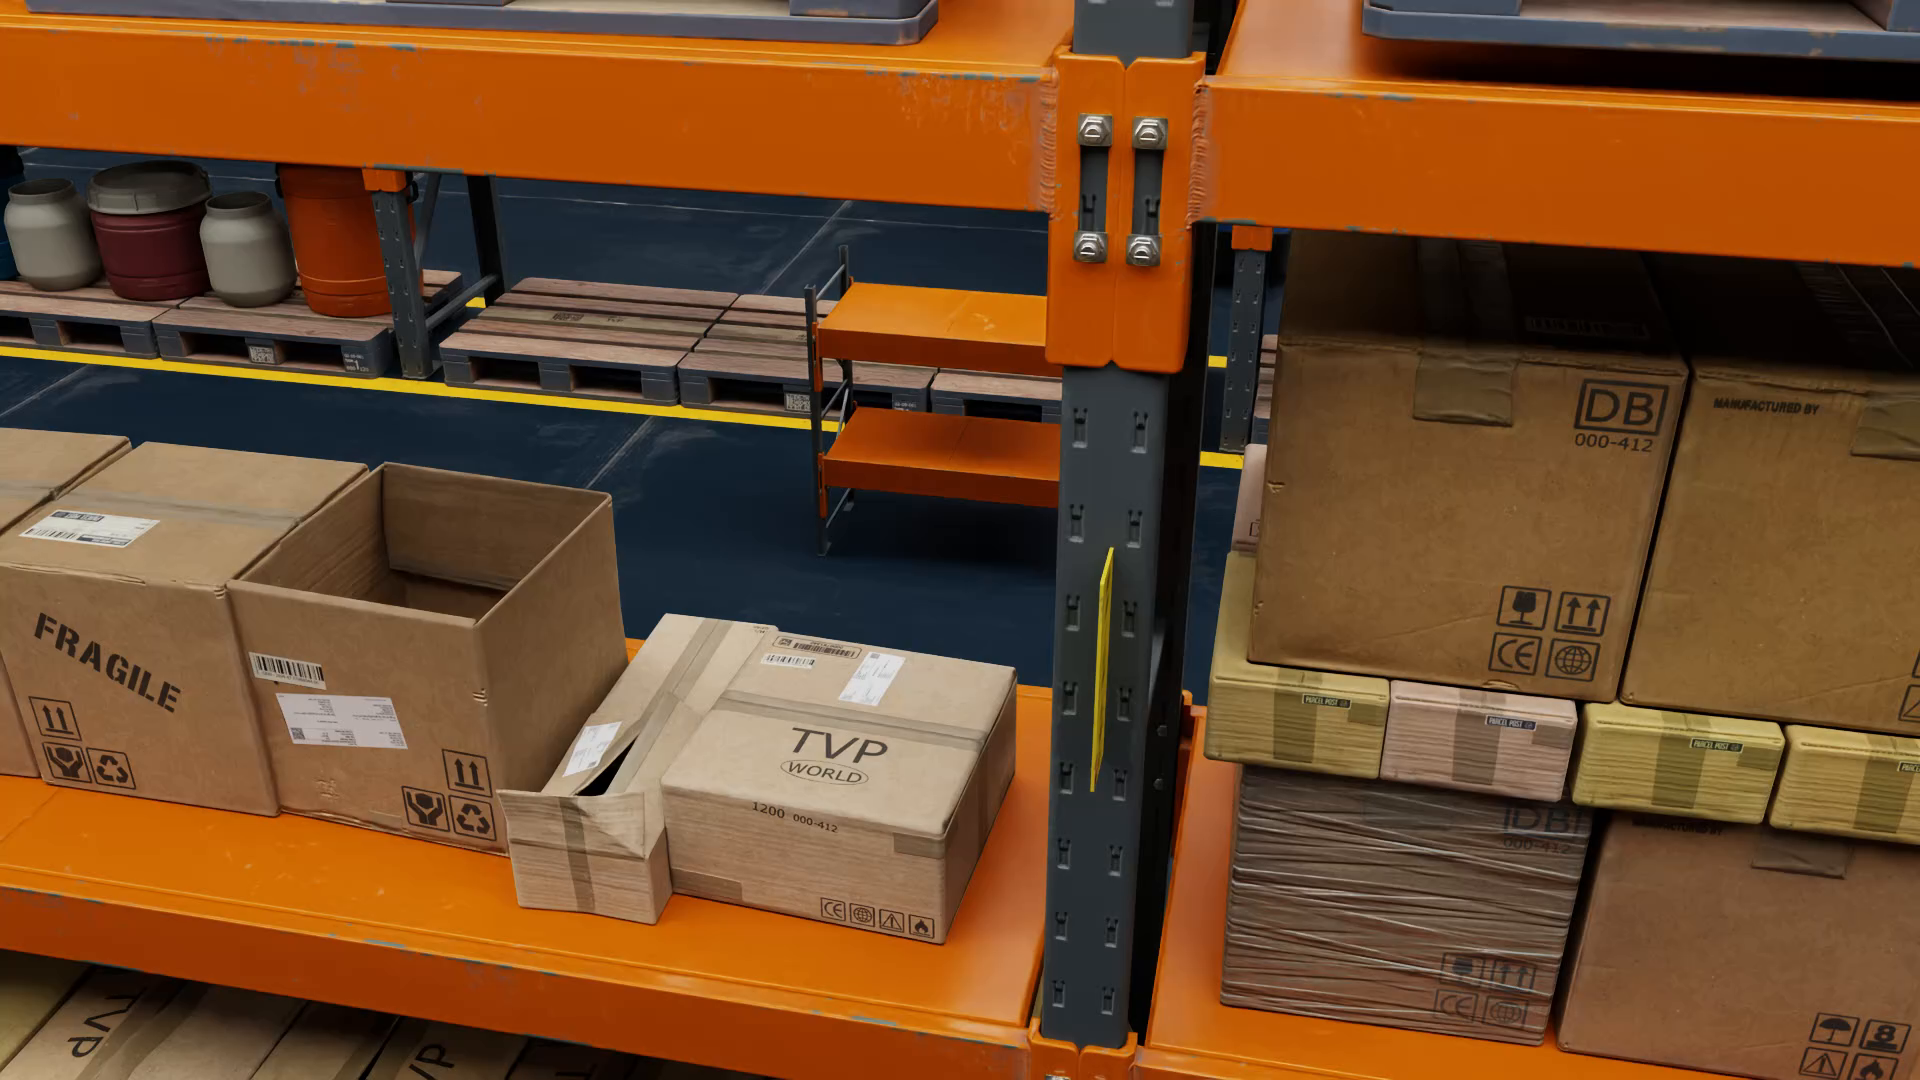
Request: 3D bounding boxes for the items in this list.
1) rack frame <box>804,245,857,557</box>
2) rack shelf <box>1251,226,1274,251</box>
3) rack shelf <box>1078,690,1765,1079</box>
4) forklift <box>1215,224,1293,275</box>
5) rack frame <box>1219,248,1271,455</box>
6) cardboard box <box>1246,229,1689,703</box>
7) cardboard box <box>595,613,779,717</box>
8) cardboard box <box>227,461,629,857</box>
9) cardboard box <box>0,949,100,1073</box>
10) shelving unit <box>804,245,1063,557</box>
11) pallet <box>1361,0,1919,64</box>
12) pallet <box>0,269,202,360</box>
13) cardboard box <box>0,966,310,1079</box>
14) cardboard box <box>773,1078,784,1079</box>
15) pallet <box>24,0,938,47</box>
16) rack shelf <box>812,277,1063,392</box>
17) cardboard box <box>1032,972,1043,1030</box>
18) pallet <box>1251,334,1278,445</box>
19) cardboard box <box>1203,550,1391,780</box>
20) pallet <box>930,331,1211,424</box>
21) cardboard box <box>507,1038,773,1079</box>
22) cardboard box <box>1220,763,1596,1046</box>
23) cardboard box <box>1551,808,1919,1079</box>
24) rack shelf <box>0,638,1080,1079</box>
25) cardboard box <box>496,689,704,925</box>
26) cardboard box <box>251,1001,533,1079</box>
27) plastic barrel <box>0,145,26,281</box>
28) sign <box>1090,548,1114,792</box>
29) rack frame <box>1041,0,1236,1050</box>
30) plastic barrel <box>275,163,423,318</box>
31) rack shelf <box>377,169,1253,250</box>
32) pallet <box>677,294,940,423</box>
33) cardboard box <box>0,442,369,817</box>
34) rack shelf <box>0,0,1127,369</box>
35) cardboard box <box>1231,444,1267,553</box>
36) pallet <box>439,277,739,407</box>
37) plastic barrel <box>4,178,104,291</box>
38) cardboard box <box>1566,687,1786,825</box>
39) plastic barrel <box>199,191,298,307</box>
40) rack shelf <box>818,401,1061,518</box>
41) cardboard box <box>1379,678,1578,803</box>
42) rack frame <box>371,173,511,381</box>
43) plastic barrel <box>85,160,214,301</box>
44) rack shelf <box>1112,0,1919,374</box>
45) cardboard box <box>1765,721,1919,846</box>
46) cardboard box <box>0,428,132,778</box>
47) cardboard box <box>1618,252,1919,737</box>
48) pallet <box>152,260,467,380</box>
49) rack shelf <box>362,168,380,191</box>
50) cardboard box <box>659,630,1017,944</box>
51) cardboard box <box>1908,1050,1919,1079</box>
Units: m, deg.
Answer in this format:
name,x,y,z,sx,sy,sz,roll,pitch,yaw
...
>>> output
name,x,y,z,sx,sy,sz,roll,pitch,yaw
rack frame,-0.504,-0.545,6.574,0.032,1.125,0.500,6,29,11
rack shelf,3.285,-1.420,6.969,4.000,0.370,1.077,6,29,11
rack shelf,2.247,0.906,2.720,4.000,0.370,1.077,6,29,11
forklift,1.496,-3.451,10.001,1.130,2.935,3.031,3,29,5
rack frame,1.329,-1.936,7.162,0.127,3.000,1.000,6,29,11
cardboard box,0.726,-0.181,2.502,0.500,0.500,0.700,6,29,11
cardboard box,-0.533,0.315,3.312,0.250,0.149,0.380,6,29,11
cardboard box,-0.972,0.209,3.141,0.500,0.500,0.500,8,30,14
cardboard box,-2.156,1.056,3.539,0.500,0.311,0.500,5,29,9
shelving unit,-0.007,-0.494,6.481,1.048,1.125,0.538,6,29,11
pallet,1.130,-0.813,2.081,1.213,0.211,1.003,6,29,11
pallet,-4.552,-1.297,8.899,1.213,0.211,1.003,6,29,11
cardboard box,-1.654,1.107,3.445,0.500,0.311,0.500,5,29,10
cardboard box,-0.165,1.260,3.167,0.500,0.311,0.500,6,29,11
pallet,-0.575,-0.924,2.390,1.217,0.209,0.805,5,29,9
rack shelf,-0.007,-0.751,6.341,1.000,0.278,0.538,6,29,11
cardboard box,-0.061,1.008,3.628,0.500,0.311,0.500,6,29,11
pallet,1.977,-0.626,7.673,1.213,0.211,1.003,6,29,11
cardboard box,0.513,0.180,2.519,0.250,0.149,0.380,6,29,10
pallet,0.553,-0.773,7.942,1.213,0.211,1.003,6,29,11
cardboard box,-0.675,1.211,3.257,0.500,0.311,0.500,7,29,12
cardboard box,0.726,0.388,2.814,0.500,0.500,0.700,5,29,9
cardboard box,1.243,0.438,2.723,0.500,0.500,0.700,6,29,10
rack shelf,-1.665,0.505,3.453,4.000,0.370,1.077,6,29,11
cardboard box,-0.607,0.447,2.950,0.258,0.266,0.396,5,29,9
cardboard box,-1.163,1.160,3.350,0.500,0.311,0.500,6,29,10
plastic barrel,-5.274,-1.868,8.787,0.708,0.901,0.600,6,29,11
sign,0.187,0.173,2.188,0.005,0.325,0.100,6,29,11
rack frame,0.290,0.392,2.911,0.053,2.616,0.949,6,29,11
plastic barrel,-3.065,-1.610,8.390,0.708,0.830,0.600,6,29,11
rack shelf,-0.627,-1.821,7.701,4.000,0.370,1.077,6,29,11
pallet,-0.644,-0.894,8.164,1.213,0.211,1.003,6,29,11
cardboard box,-1.462,0.158,3.233,0.500,0.500,0.500,6,29,11
rack shelf,-1.665,-0.811,2.733,4.000,0.370,1.077,6,29,11
cardboard box,0.601,-0.012,2.868,0.250,0.149,0.380,6,29,11
pallet,-1.833,-1.018,8.389,1.213,0.211,1.003,6,29,11
plastic barrel,-4.740,-1.599,8.700,0.421,0.512,0.421,0,29,0
cardboard box,1.011,0.230,2.427,0.250,0.149,0.380,5,29,9
plastic barrel,-3.636,-1.486,8.493,0.421,0.512,0.421,0,29,0
rack shelf,-0.007,-0.280,6.599,1.000,0.278,0.538,6,29,11
cardboard box,0.759,0.205,2.473,0.250,0.149,0.380,6,29,11
rack frame,-2.583,-2.337,7.895,0.127,3.000,1.000,6,29,11
plastic barrel,-4.169,-1.618,8.655,0.708,0.588,0.600,6,29,11
rack shelf,2.247,-0.410,2.000,4.000,0.370,1.077,6,29,11
cardboard box,1.268,0.255,2.380,0.250,0.149,0.380,6,29,10
cardboard box,-1.977,0.106,3.329,0.500,0.500,0.500,4,29,8
cardboard box,1.220,-0.131,2.411,0.500,0.500,0.700,6,29,10
pallet,-3.363,-1.173,8.673,1.213,0.211,1.003,6,29,11
rack shelf,-4.539,-2.222,8.434,4.000,0.370,1.077,6,29,11
cardboard box,-0.200,0.427,3.003,0.500,0.250,0.500,8,30,14
cardboard box,1.733,0.490,2.628,0.500,0.500,0.700,6,29,11
